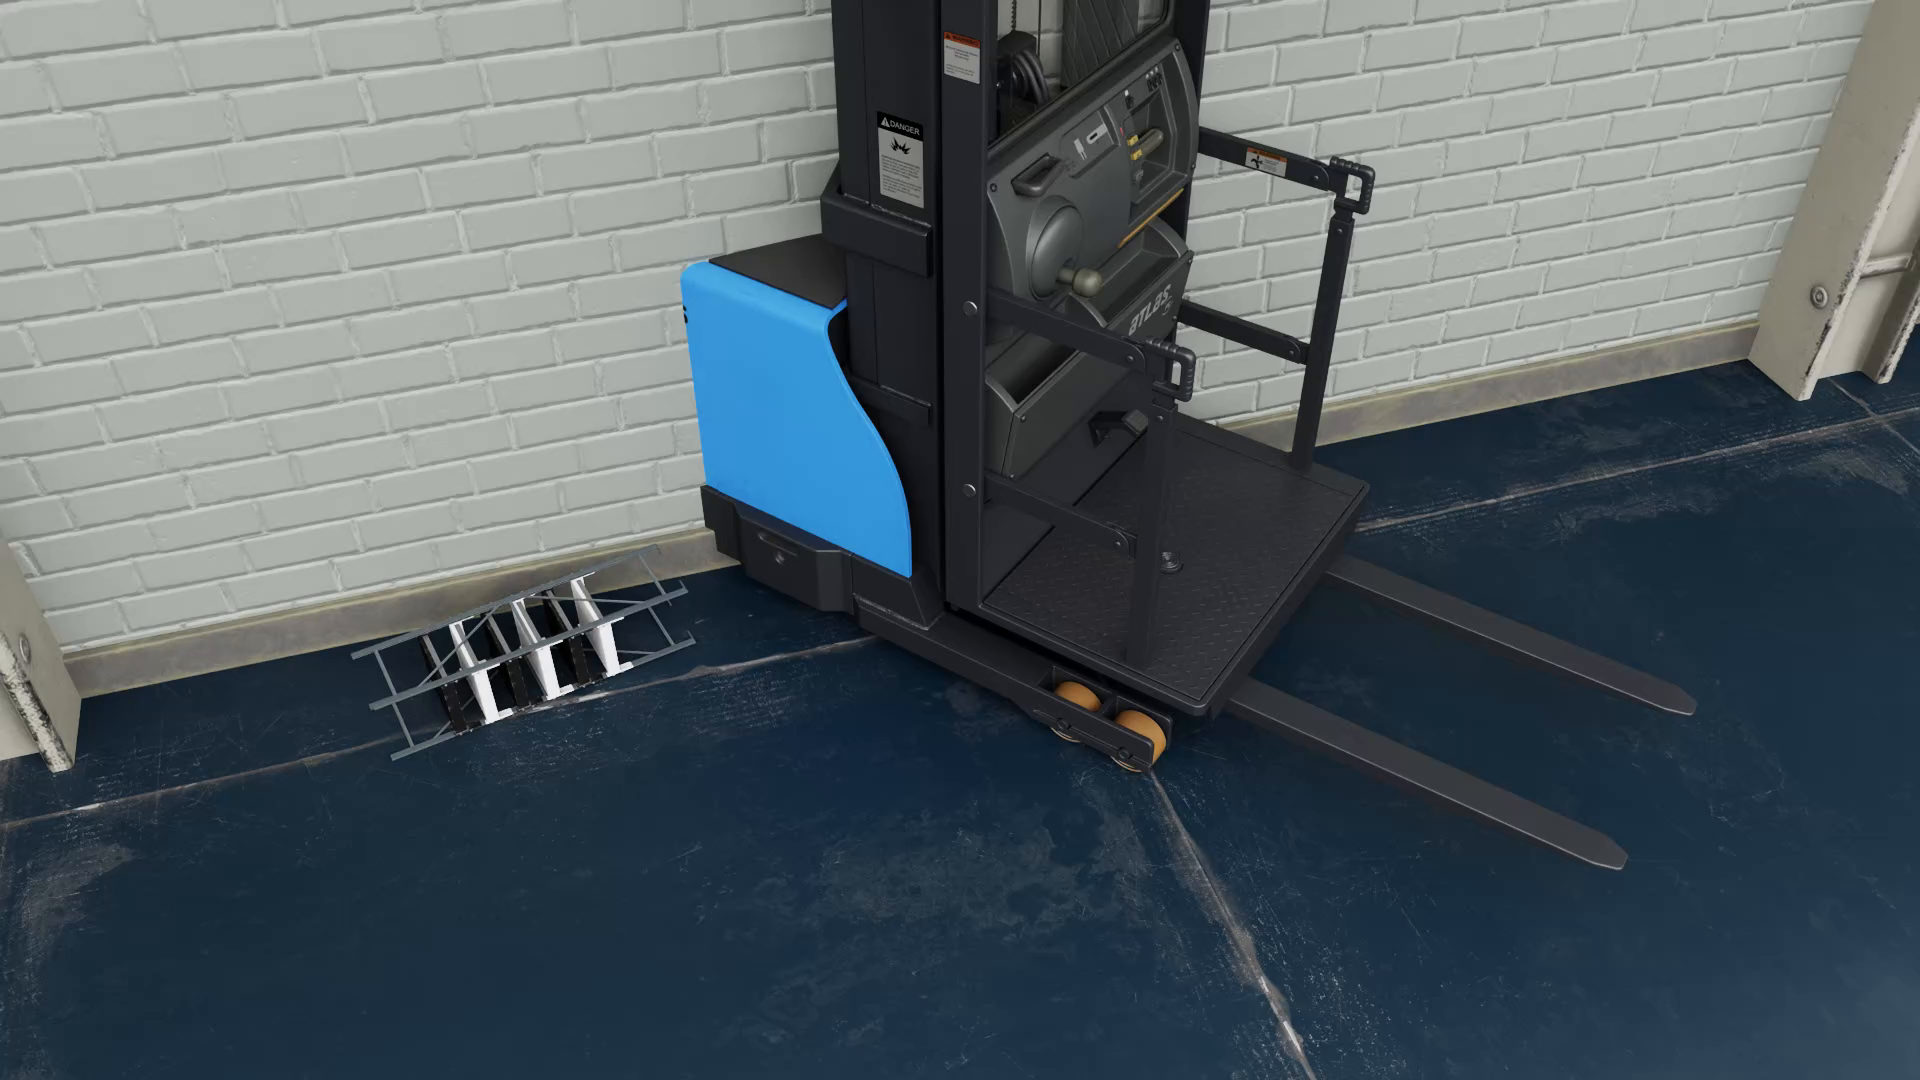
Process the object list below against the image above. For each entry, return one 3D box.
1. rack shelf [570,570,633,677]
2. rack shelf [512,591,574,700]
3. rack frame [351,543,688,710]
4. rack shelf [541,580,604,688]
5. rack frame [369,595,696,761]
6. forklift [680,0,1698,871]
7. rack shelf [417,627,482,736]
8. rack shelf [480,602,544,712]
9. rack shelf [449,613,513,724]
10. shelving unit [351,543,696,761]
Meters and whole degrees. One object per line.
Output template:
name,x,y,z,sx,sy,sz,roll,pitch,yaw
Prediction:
rack shelf,-1.042,0.236,4.811,0.077,0.200,0.258,-21,45,-22
rack shelf,-1.197,0.297,4.745,0.077,0.200,0.258,-21,45,-22
rack frame,-1.227,0.232,4.665,0.900,0.006,0.240,-21,45,-22
rack shelf,-1.119,0.266,4.778,0.077,0.200,0.258,-21,45,-22
rack frame,-1.225,0.384,4.799,0.900,0.006,0.240,-21,45,-22
forklift,0.518,-0.876,4.025,3.031,2.935,1.130,24,46,25
rack shelf,-1.431,0.388,4.644,0.077,0.200,0.258,-21,45,-22
rack shelf,-1.275,0.327,4.711,0.077,0.200,0.258,-21,45,-22
rack shelf,-1.353,0.357,4.678,0.077,0.200,0.258,-21,45,-22
shelving unit,-1.226,0.308,4.732,0.900,0.210,0.258,-21,45,-22
